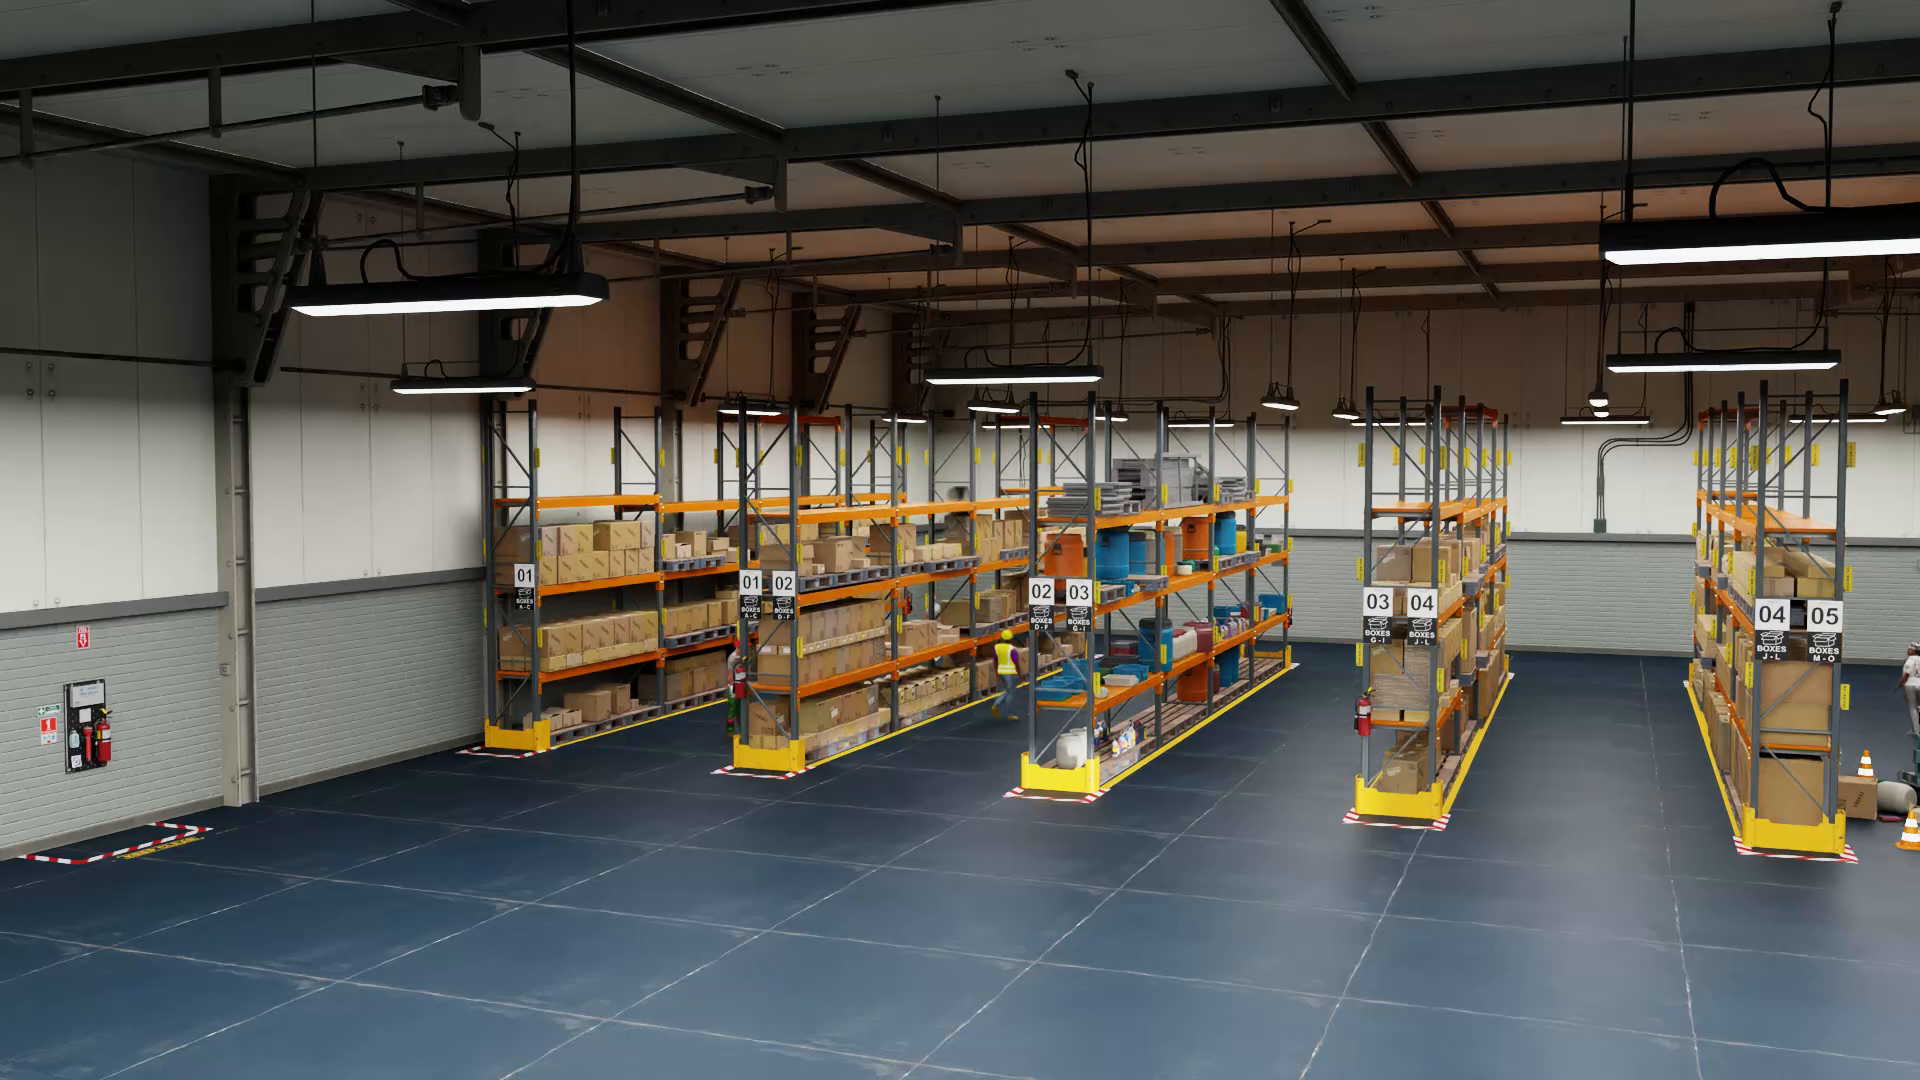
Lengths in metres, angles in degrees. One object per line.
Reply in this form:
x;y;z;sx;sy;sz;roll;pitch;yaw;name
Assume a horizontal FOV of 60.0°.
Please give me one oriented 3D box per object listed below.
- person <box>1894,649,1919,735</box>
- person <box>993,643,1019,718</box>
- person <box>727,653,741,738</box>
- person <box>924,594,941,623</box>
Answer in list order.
17.153;2.706;29.946;0.537;1.675;0.654;0;3;5;person
0.901;2.659;31.520;0.469;1.423;0.485;-2;3;-31;person
-3.948;2.770;29.730;0.397;1.533;0.542;1;3;20;person
-0.664;2.102;41.325;0.373;1.598;0.494;3;4;42;person
